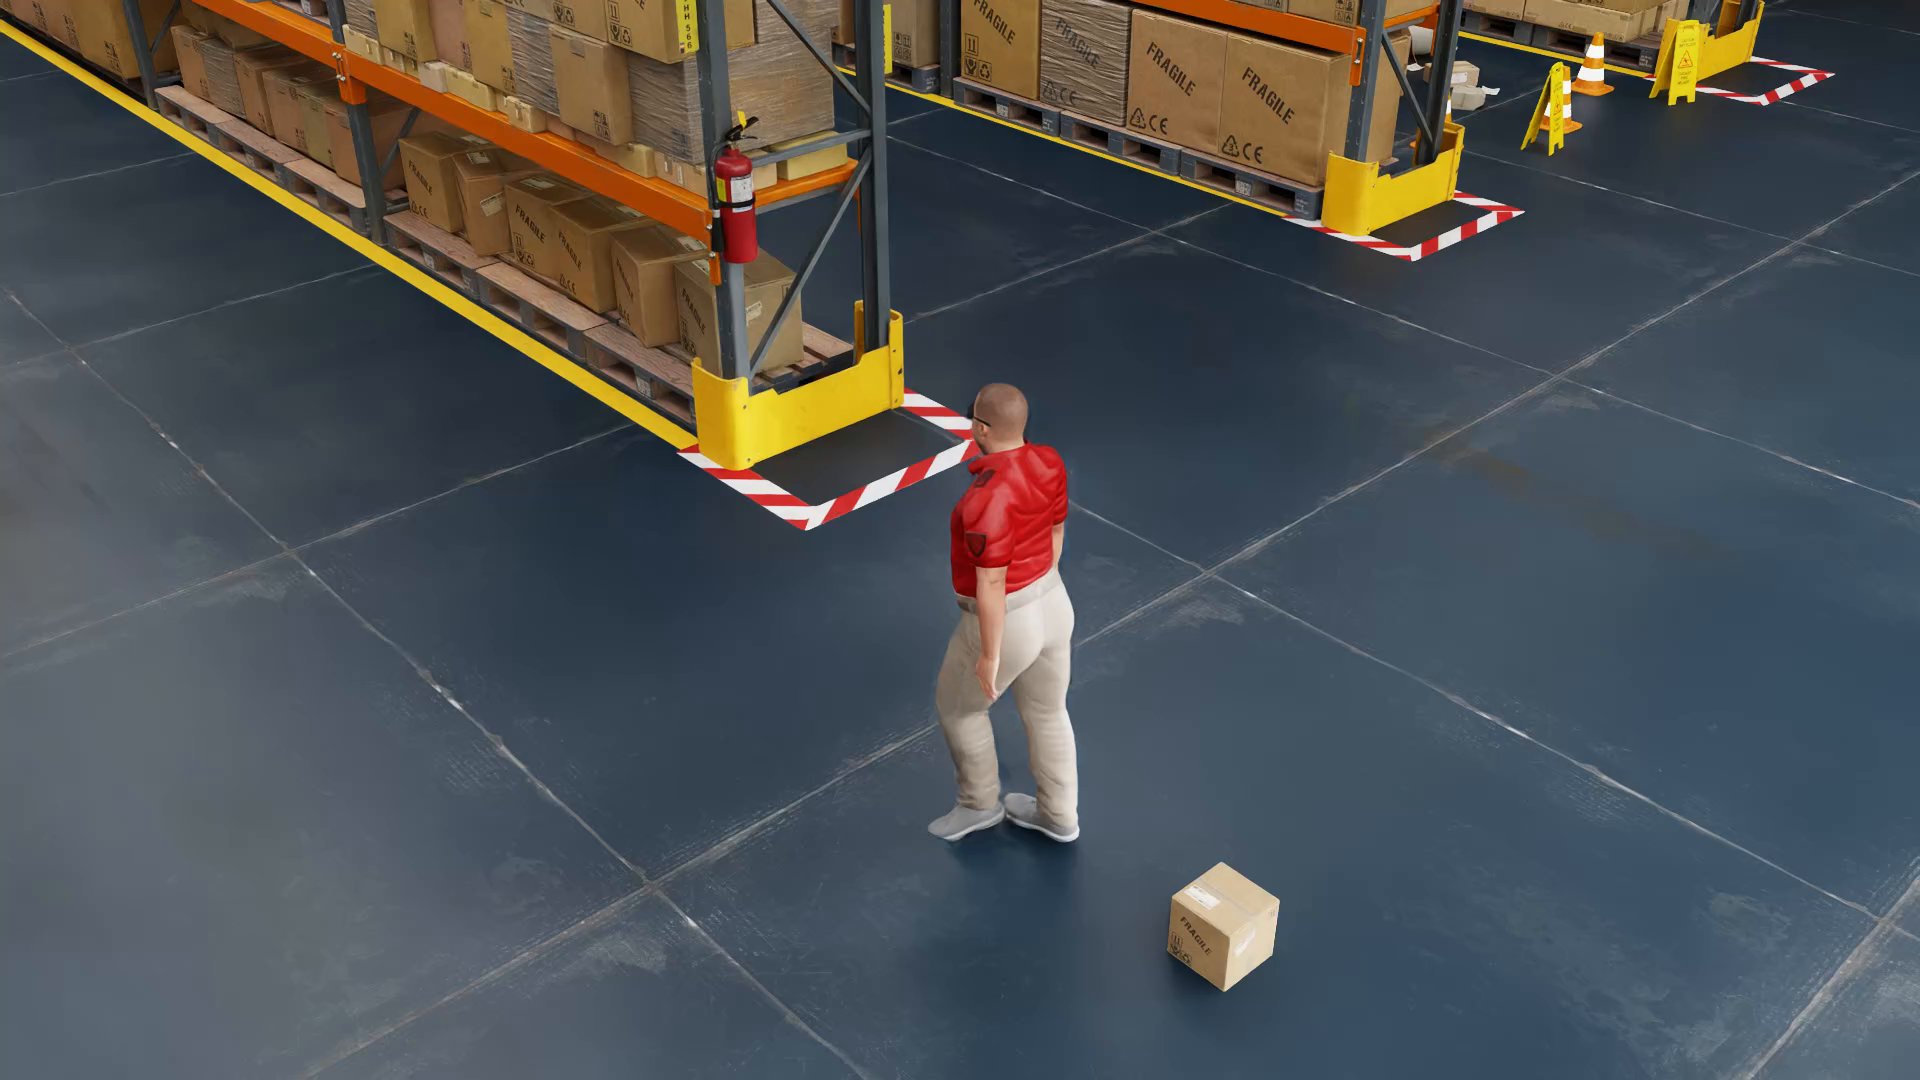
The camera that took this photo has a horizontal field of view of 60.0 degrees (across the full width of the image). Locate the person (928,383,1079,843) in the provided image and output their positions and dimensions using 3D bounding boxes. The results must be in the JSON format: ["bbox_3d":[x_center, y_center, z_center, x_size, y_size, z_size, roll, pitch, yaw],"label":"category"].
[{"bbox_3d":[0.211,0.319,5.682,0.501,1.788,0.568,25,39,34],"label":"person"}]
